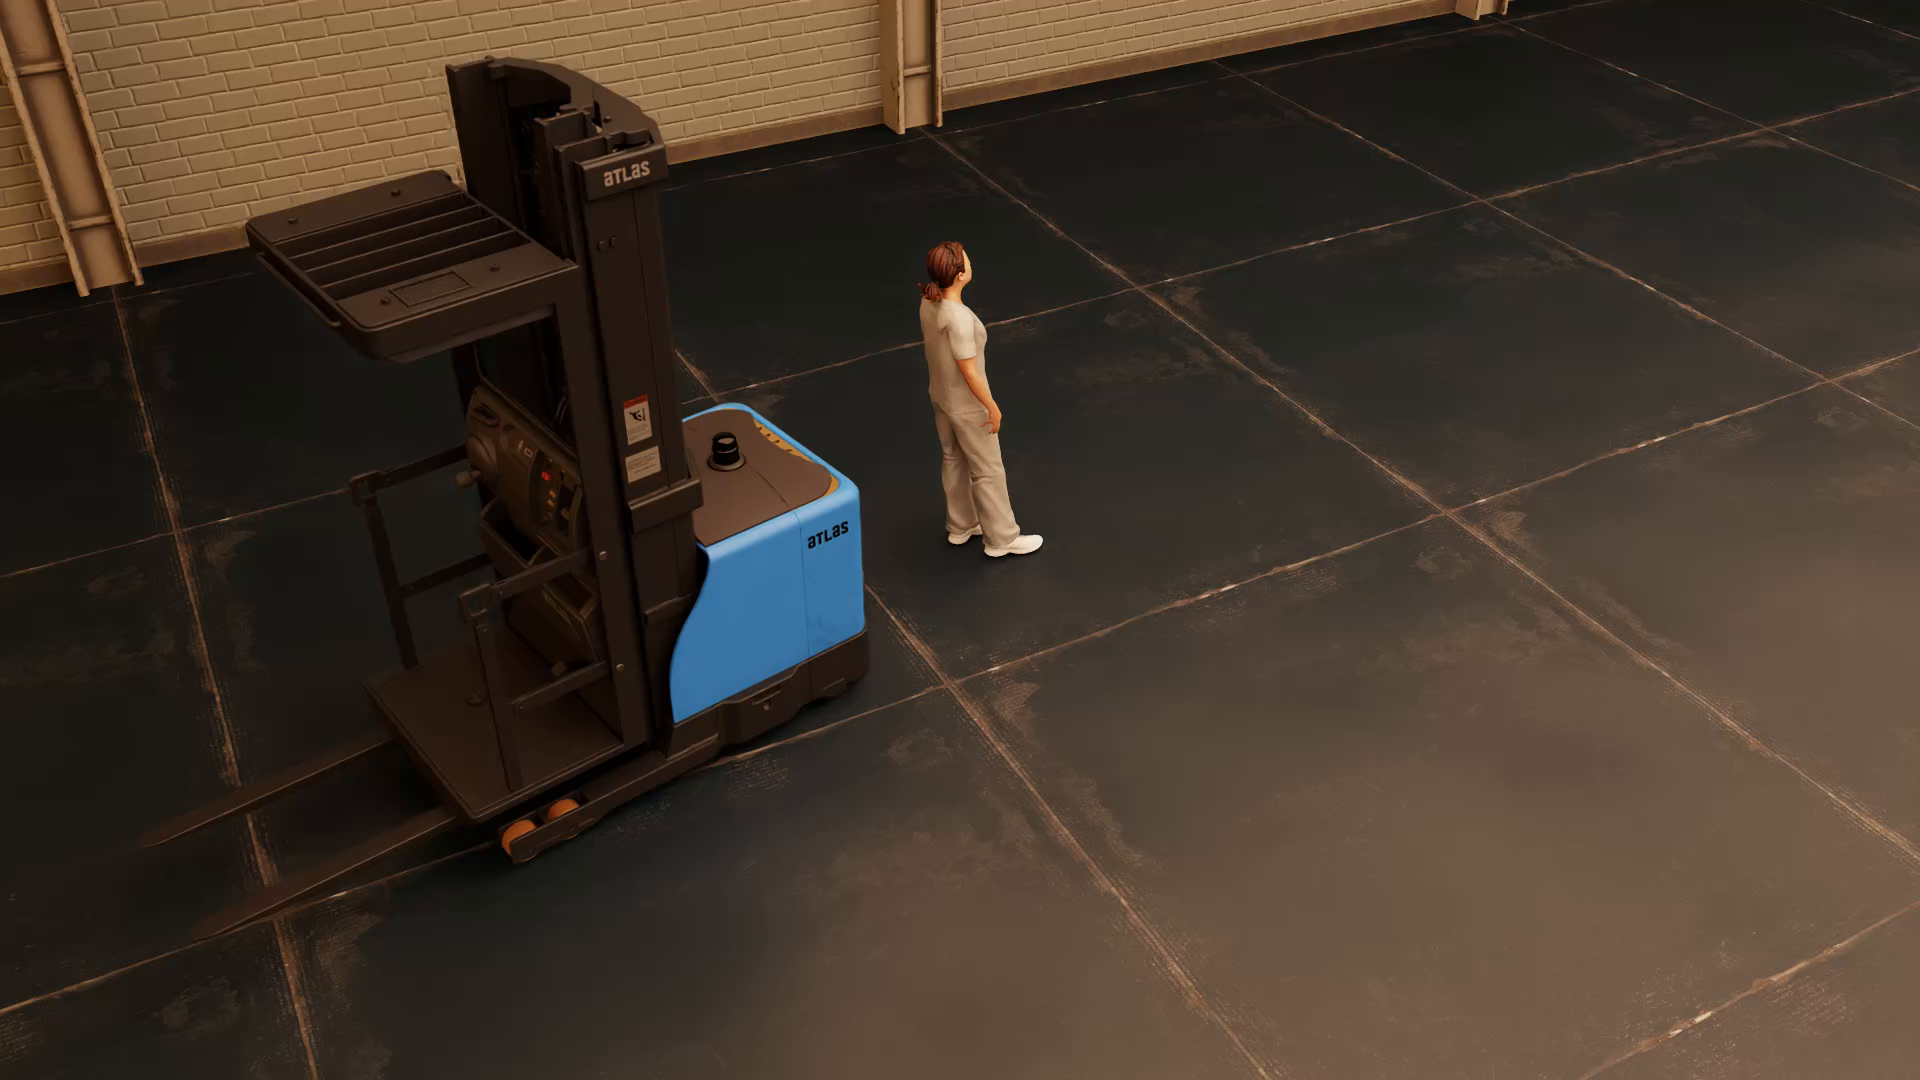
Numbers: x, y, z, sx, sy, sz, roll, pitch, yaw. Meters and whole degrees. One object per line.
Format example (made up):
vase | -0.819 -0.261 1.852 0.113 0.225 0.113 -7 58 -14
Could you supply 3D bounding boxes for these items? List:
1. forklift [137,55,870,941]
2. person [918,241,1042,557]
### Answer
forklift | -1.880 -0.229 6.446 3.031 2.935 1.130 -25 42 -31
person | 0.072 -0.704 8.193 0.548 1.673 0.550 -17 39 -23
